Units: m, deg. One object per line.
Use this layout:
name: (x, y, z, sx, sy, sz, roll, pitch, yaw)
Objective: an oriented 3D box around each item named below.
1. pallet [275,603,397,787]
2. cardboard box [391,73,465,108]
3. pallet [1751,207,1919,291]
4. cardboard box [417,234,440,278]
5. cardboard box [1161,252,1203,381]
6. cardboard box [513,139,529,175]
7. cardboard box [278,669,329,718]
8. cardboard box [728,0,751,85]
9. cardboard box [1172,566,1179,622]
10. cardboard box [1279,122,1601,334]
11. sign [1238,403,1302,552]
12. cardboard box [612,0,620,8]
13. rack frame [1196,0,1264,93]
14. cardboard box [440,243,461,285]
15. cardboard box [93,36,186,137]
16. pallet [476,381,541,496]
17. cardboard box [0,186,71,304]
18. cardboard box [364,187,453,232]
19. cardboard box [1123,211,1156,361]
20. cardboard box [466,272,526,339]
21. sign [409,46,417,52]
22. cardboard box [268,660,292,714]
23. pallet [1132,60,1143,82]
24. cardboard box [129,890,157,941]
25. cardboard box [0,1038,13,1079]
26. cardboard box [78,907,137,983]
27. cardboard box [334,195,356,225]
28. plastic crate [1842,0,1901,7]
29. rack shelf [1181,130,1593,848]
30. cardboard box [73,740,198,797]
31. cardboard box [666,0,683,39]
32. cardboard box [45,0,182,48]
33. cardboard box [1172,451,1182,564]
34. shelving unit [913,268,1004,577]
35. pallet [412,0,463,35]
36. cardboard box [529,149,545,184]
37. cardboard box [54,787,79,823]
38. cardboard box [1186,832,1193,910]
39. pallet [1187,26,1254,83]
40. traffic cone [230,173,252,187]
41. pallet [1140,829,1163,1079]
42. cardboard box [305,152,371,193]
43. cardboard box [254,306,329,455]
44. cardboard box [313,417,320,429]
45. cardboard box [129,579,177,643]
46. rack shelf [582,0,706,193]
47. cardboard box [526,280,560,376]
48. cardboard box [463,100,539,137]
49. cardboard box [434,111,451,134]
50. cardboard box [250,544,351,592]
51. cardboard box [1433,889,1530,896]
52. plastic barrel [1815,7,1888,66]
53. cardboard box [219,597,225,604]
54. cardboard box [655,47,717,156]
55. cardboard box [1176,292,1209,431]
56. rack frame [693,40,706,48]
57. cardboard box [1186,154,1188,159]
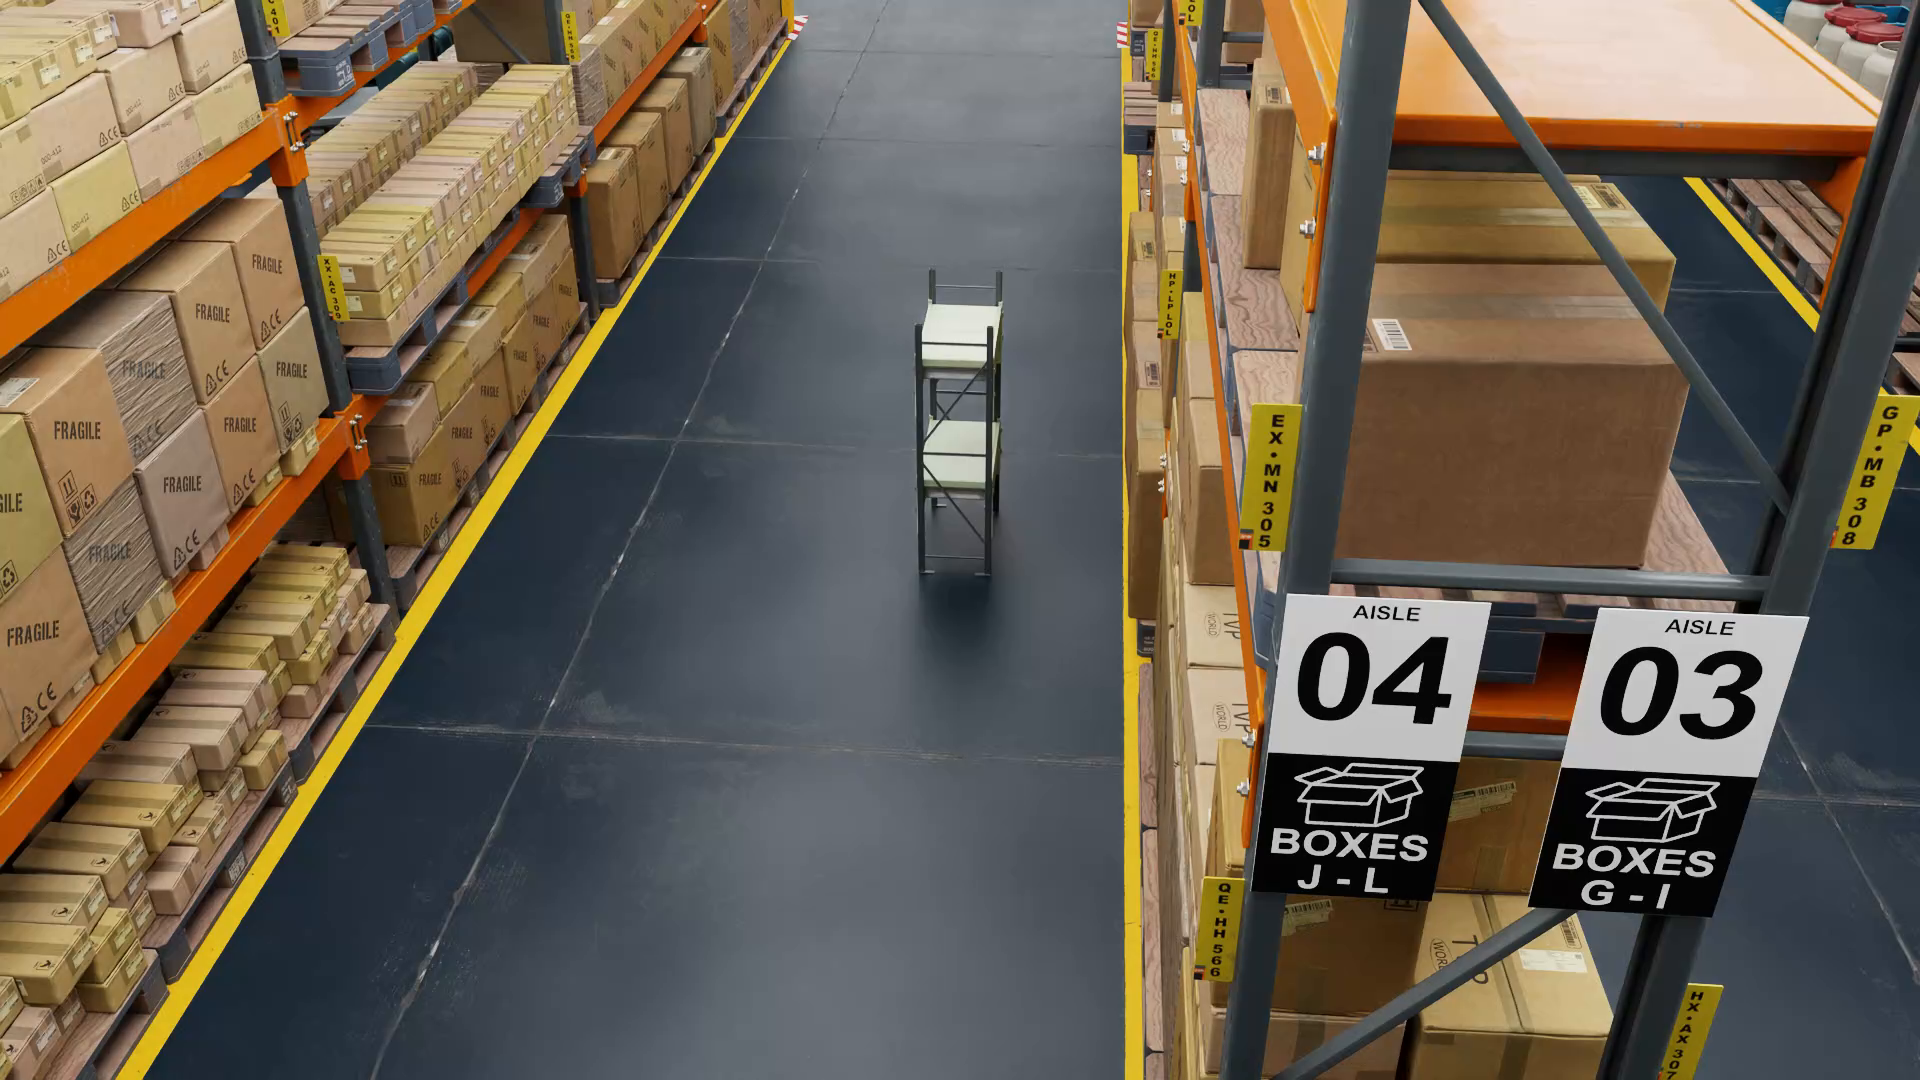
pallet: (-3.484, 0.716, 8.167, 1.003, 0.211, 1.213, 2, 32, 4)
cardboard box: (-3.389, -2.867, 10.595, 0.380, 0.149, 0.250, 2, 32, 3)
pallet: (6.936, -2.292, 13.048, 1.003, 0.211, 1.213, 2, 32, 4)
cardboard box: (-2.935, -1.479, 8.627, 0.380, 0.149, 0.250, 3, 32, 5)
cardboard box: (1.283, -1.116, 8.387, 0.500, 0.500, 0.500, 3, 32, 6)
cardboard box: (-2.808, -2.298, 9.956, 0.380, 0.149, 0.250, 2, 32, 4)
cardboard box: (-3.219, 0.704, 7.846, 0.380, 0.149, 0.250, 1, 32, 2)
cardboard box: (-2.623, -5.079, 16.537, 0.875, 0.875, 0.875, 3, 32, 4)
cardboard box: (1.032, 0.235, 6.530, 0.380, 0.149, 0.250, 2, 32, 3)
cardboard box: (1.293, -0.844, 4.591, 0.700, 0.500, 0.500, 0, 32, 1)
sign: (0.605, -0.118, 3.235, 0.100, 0.325, 0.005, 2, 32, 4)
cardboard box: (-2.972, -4.418, 12.792, 0.700, 0.500, 0.500, 2, 32, 3)
rack frame: (1.470, -3.113, 6.005, 1.000, 3.000, 0.127, 2, 32, 4)
cardboard box: (-2.912, -1.489, 8.927, 0.380, 0.149, 0.250, 3, 32, 4)
cardboard box: (-3.303, -1.726, 6.279, 0.500, 0.250, 0.500, 1, 32, 2)
pallet: (-3.306, -0.684, 10.438, 1.003, 0.211, 1.213, 2, 32, 4)
cardboard box: (-3.370, -0.984, 5.551, 0.500, 0.250, 0.500, 2, 32, 4)
cardboard box: (-2.912, -1.746, 8.776, 0.380, 0.149, 0.250, 2, 32, 3)
cardboard box: (1.719, -1.565, 10.836, 1.225, 0.875, 0.875, 1, 32, 2)
cardboard box: (-3.021, -1.451, 10.293, 0.500, 0.250, 0.500, 3, 32, 5)
sign: (-3.693, -3.430, 11.134, 0.100, 0.325, 0.005, 2, 32, 4)
cardboard box: (-3.306, 0.673, 7.613, 0.380, 0.149, 0.250, 3, 32, 4)
pallet: (2.238, -4.548, 16.708, 1.003, 0.211, 1.213, 2, 32, 4)
cardboard box: (-3.420, 1.505, 6.545, 0.380, 0.149, 0.250, 3, 32, 4)
cardboard box: (-3.409, 1.790, 5.517, 0.380, 0.149, 0.250, 1, 32, 2)
cardboard box: (-3.353, 1.511, 6.253, 0.380, 0.149, 0.250, 3, 32, 6)
cardboard box: (-3.546, -1.785, 9.124, 0.380, 0.149, 0.250, 1, 32, 1)
plastic crate: (7.324, -4.292, 13.574, 0.402, 0.464, 0.583, 2, 32, 4)
rack shelf: (1.307, -0.484, 5.283, 1.077, 0.370, 4.000, 2, 32, 4)
cardboard box: (-3.397, 0.965, 6.855, 0.380, 0.149, 0.250, 3, 32, 4)
cardboard box: (-2.631, -4.501, 13.880, 0.500, 0.500, 0.500, 2, 32, 3)
cardboard box: (-3.207, -1.976, 6.305, 0.380, 0.149, 0.250, 2, 32, 4)
cardboard box: (1.125, -0.128, 6.738, 0.500, 0.250, 0.500, 2, 32, 4)
shelving unit: (0.001, -0.642, 9.142, 0.431, 1.500, 0.755, 2, 32, 4)
pallet: (-3.227, -2.882, 8.667, 1.213, 0.211, 1.003, 2, 32, 4)
cardboard box: (-2.788, -2.315, 10.267, 0.380, 0.149, 0.250, 2, 32, 3)
cardboard box: (-3.928, 1.066, 6.975, 0.380, 0.149, 0.250, 3, 32, 4)
cardboard box: (0.908, 1.041, 5.222, 0.380, 0.149, 0.250, 3, 32, 5)
pallet: (1.496, -2.236, 7.623, 0.805, 0.209, 1.217, 1, 32, 2)
traffic cone: (-6.461, -3.377, 14.570, 0.336, 0.463, 0.334, 2, 32, 4)
pallet: (1.234, 1.662, 6.632, 1.003, 0.211, 1.213, 2, 32, 4)
cardboard box: (-3.520, -2.049, 9.268, 0.380, 0.149, 0.250, 1, 32, 2)
cardboard box: (-3.223, -0.728, 7.474, 0.500, 0.500, 0.500, 3, 32, 4)
cardboard box: (-3.255, -0.558, 7.815, 0.380, 0.149, 0.250, 2, 32, 3)
cardboard box: (-3.311, 0.263, 6.484, 0.380, 0.149, 0.250, 3, 32, 5)
rack shelf: (-2.977, -3.655, 13.288, 1.077, 0.370, 4.000, 2, 32, 4)
cardboard box: (-2.978, -1.403, 10.931, 0.500, 0.500, 0.500, 4, 32, 6)
cardboard box: (-2.784, -2.557, 10.092, 0.380, 0.149, 0.250, 3, 32, 5)
cardboard box: (-3.417, -2.588, 10.427, 0.380, 0.149, 0.250, 2, 32, 2)
cardboard box: (-3.235, 0.155, 8.170, 0.380, 0.149, 0.250, 3, 32, 5)
cardboard box: (1.488, 0.958, 4.976, 0.500, 0.250, 0.500, 2, 32, 3)
plastic barrel: (6.702, -3.714, 12.568, 0.433, 0.535, 0.433, 0, 32, 0)
cardboard box: (-3.781, 0.271, 7.982, 0.380, 0.149, 0.250, 4, 32, 6)
cardboard box: (-2.775, -3.900, 14.743, 1.050, 0.750, 0.750, 2, 32, 4)
cardboard box: (1.176, -0.702, 6.954, 0.500, 0.500, 0.500, 2, 32, 4)
rack frame: (-2.814, -5.007, 14.796, 1.000, 3.000, 0.127, 2, 32, 4)
cardboard box: (1.616, -2.047, 8.942, 0.797, 0.503, 0.637, 3, 32, 6)
